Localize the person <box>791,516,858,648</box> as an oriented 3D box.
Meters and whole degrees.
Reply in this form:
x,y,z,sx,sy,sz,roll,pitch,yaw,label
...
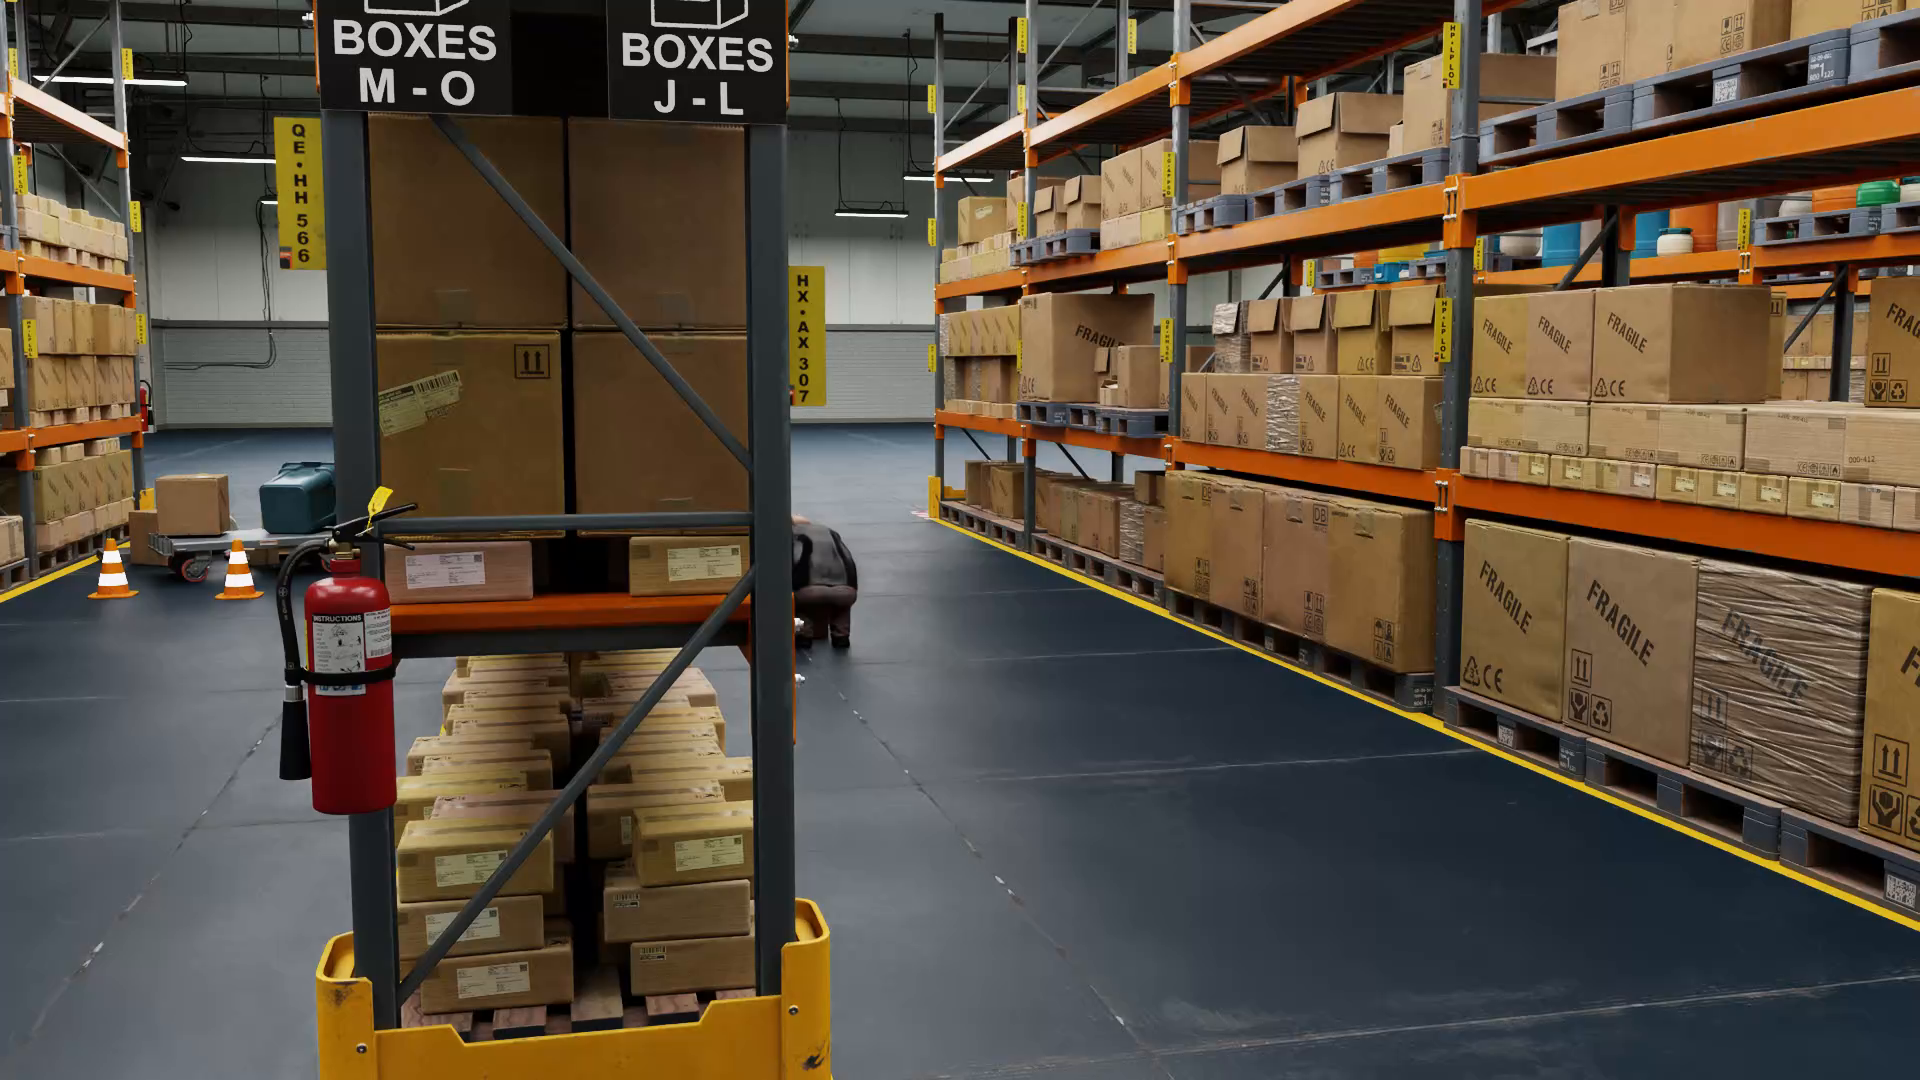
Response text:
x,y,z,sx,sy,sz,roll,pitch,yaw,label
-0.977,0.299,11.191,0.531,0.799,0.875,-1,6,-14,person
